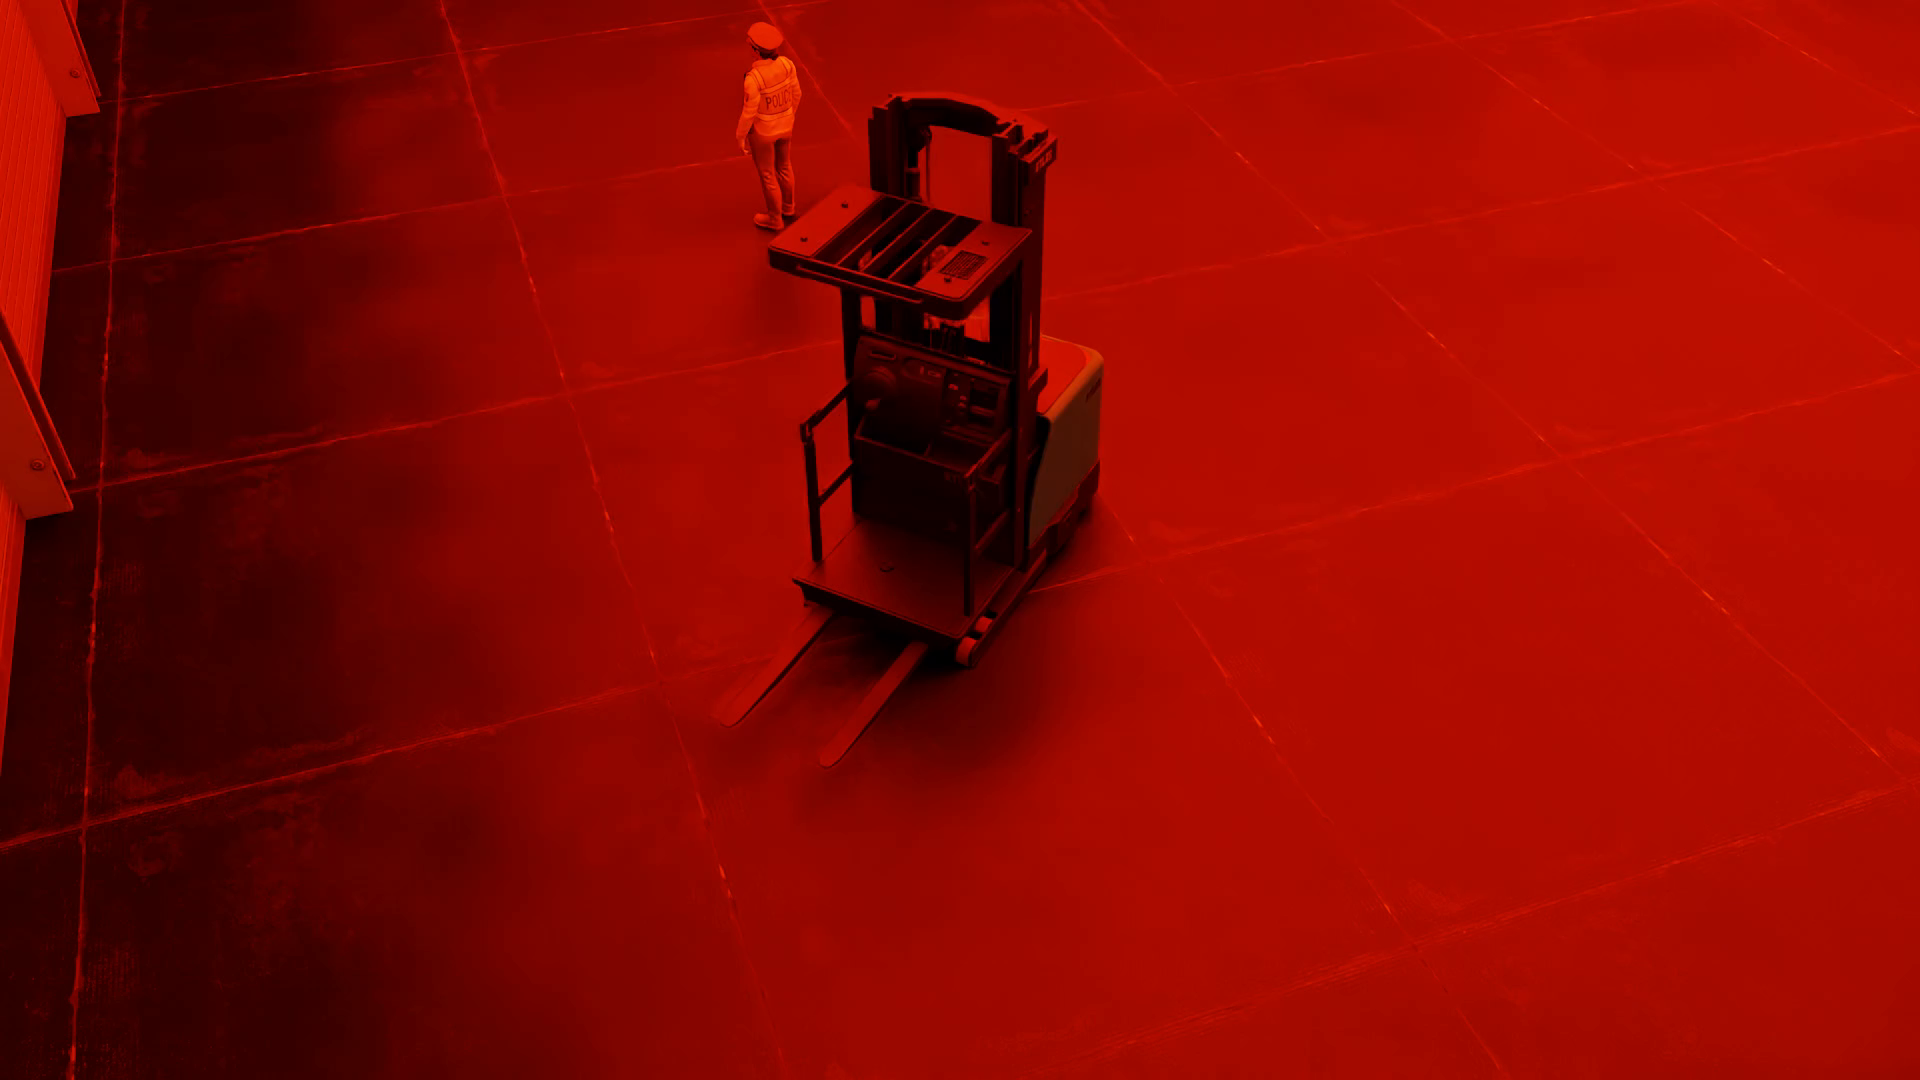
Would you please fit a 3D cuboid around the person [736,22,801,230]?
[{"bbox_3d":[-1.498,-3.165,12.716,0.529,1.694,0.587,33,50,33],"label":"person"}]

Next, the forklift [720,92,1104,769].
[{"bbox_3d":[-0.261,-0.740,8.877,1.130,2.935,3.031,19,44,21],"label":"forklift"}]
